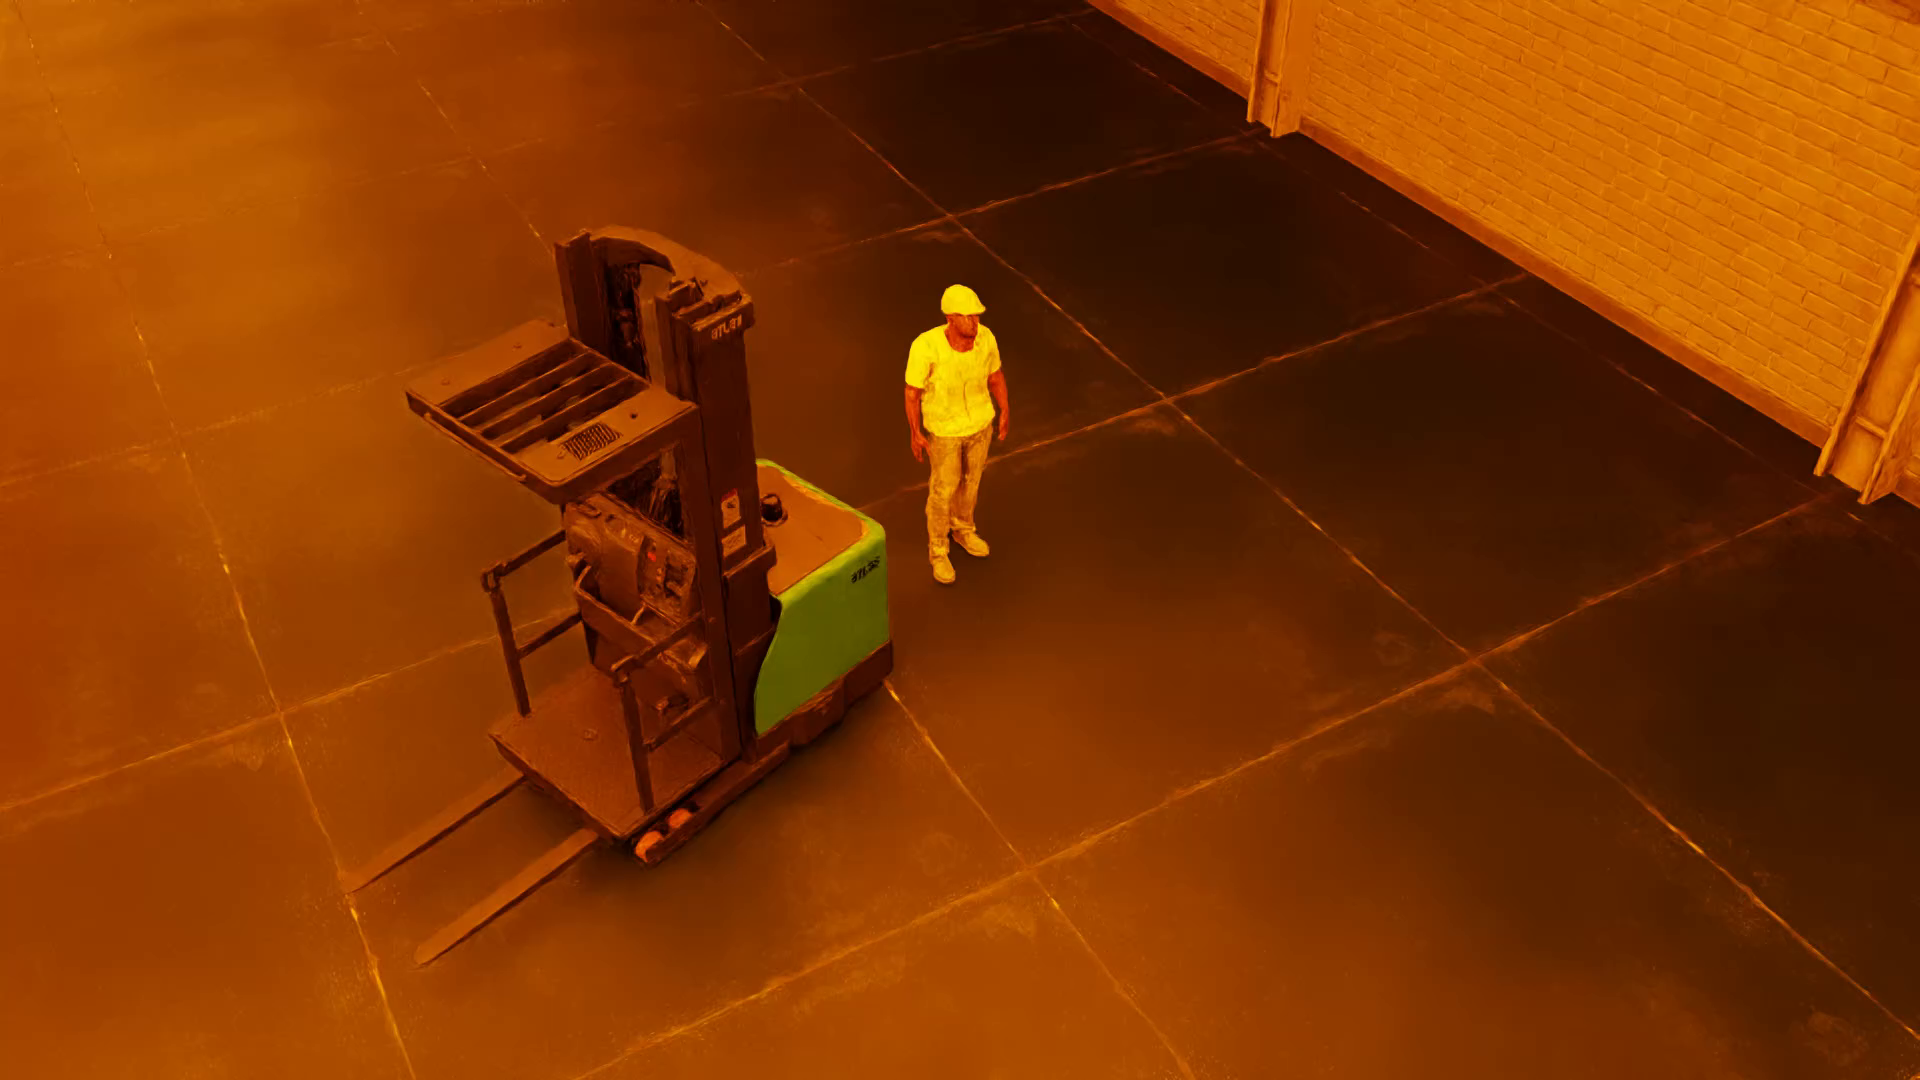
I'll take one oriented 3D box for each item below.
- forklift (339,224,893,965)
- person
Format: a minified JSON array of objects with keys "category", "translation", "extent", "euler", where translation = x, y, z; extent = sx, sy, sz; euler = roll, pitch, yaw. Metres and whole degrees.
[{"category":"forklift","translation":[-1.729,0.129,7.880],"extent":[1.130,2.935,3.031],"euler":[30,48,31]},{"category":"person","translation":[0.030,-0.645,9.715],"extent":[0.665,1.766,0.576],"euler":[-20,44,-23]}]
